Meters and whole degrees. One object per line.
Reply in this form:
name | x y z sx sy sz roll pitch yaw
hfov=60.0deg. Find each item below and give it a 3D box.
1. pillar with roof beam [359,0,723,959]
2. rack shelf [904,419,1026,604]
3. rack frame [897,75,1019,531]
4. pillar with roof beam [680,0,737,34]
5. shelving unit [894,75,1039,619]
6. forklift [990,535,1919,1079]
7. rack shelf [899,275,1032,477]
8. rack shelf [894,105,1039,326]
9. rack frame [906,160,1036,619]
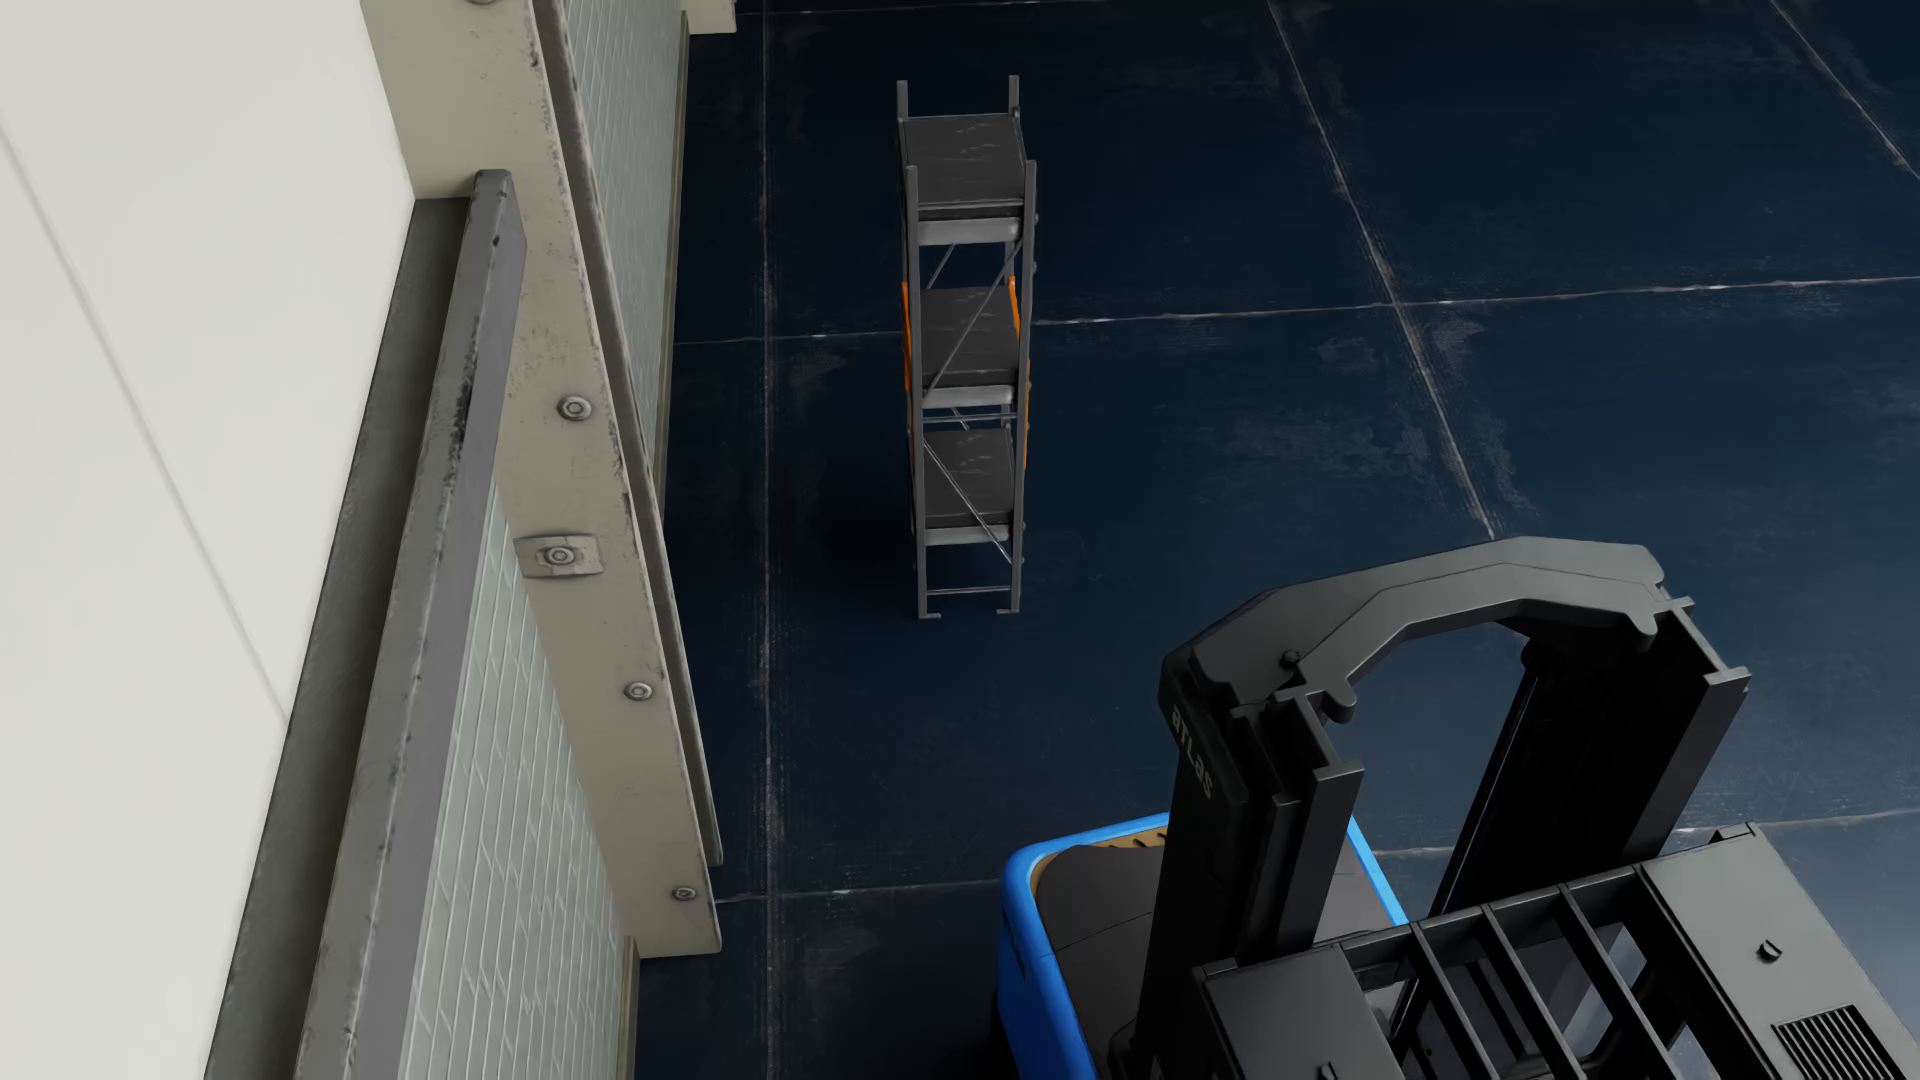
pillar with roof beam | 3.319 -2.108 2.685 9.100 9.000 0.400 -3 47 -3
rack shelf | 0.014 -0.112 6.529 0.431 0.518 0.480 -3 47 -3
rack frame | -0.007 -0.779 6.178 0.400 2.100 0.015 -3 47 -3
pillar with roof beam | 2.817 -6.449 6.796 9.100 9.000 0.400 -3 47 -3
shelving unit | 0.014 -0.602 6.011 0.431 2.100 0.503 -3 47 -3
forklift | 0.990 1.528 3.420 1.130 2.935 3.031 -12 48 -11
rack shelf | 0.014 -0.593 6.021 0.431 0.518 0.480 -3 47 -3
rack shelf | 0.014 -1.074 5.512 0.431 0.518 0.480 -3 47 -3
rack frame | 0.034 -0.426 5.844 0.400 2.100 0.015 -3 47 -3
